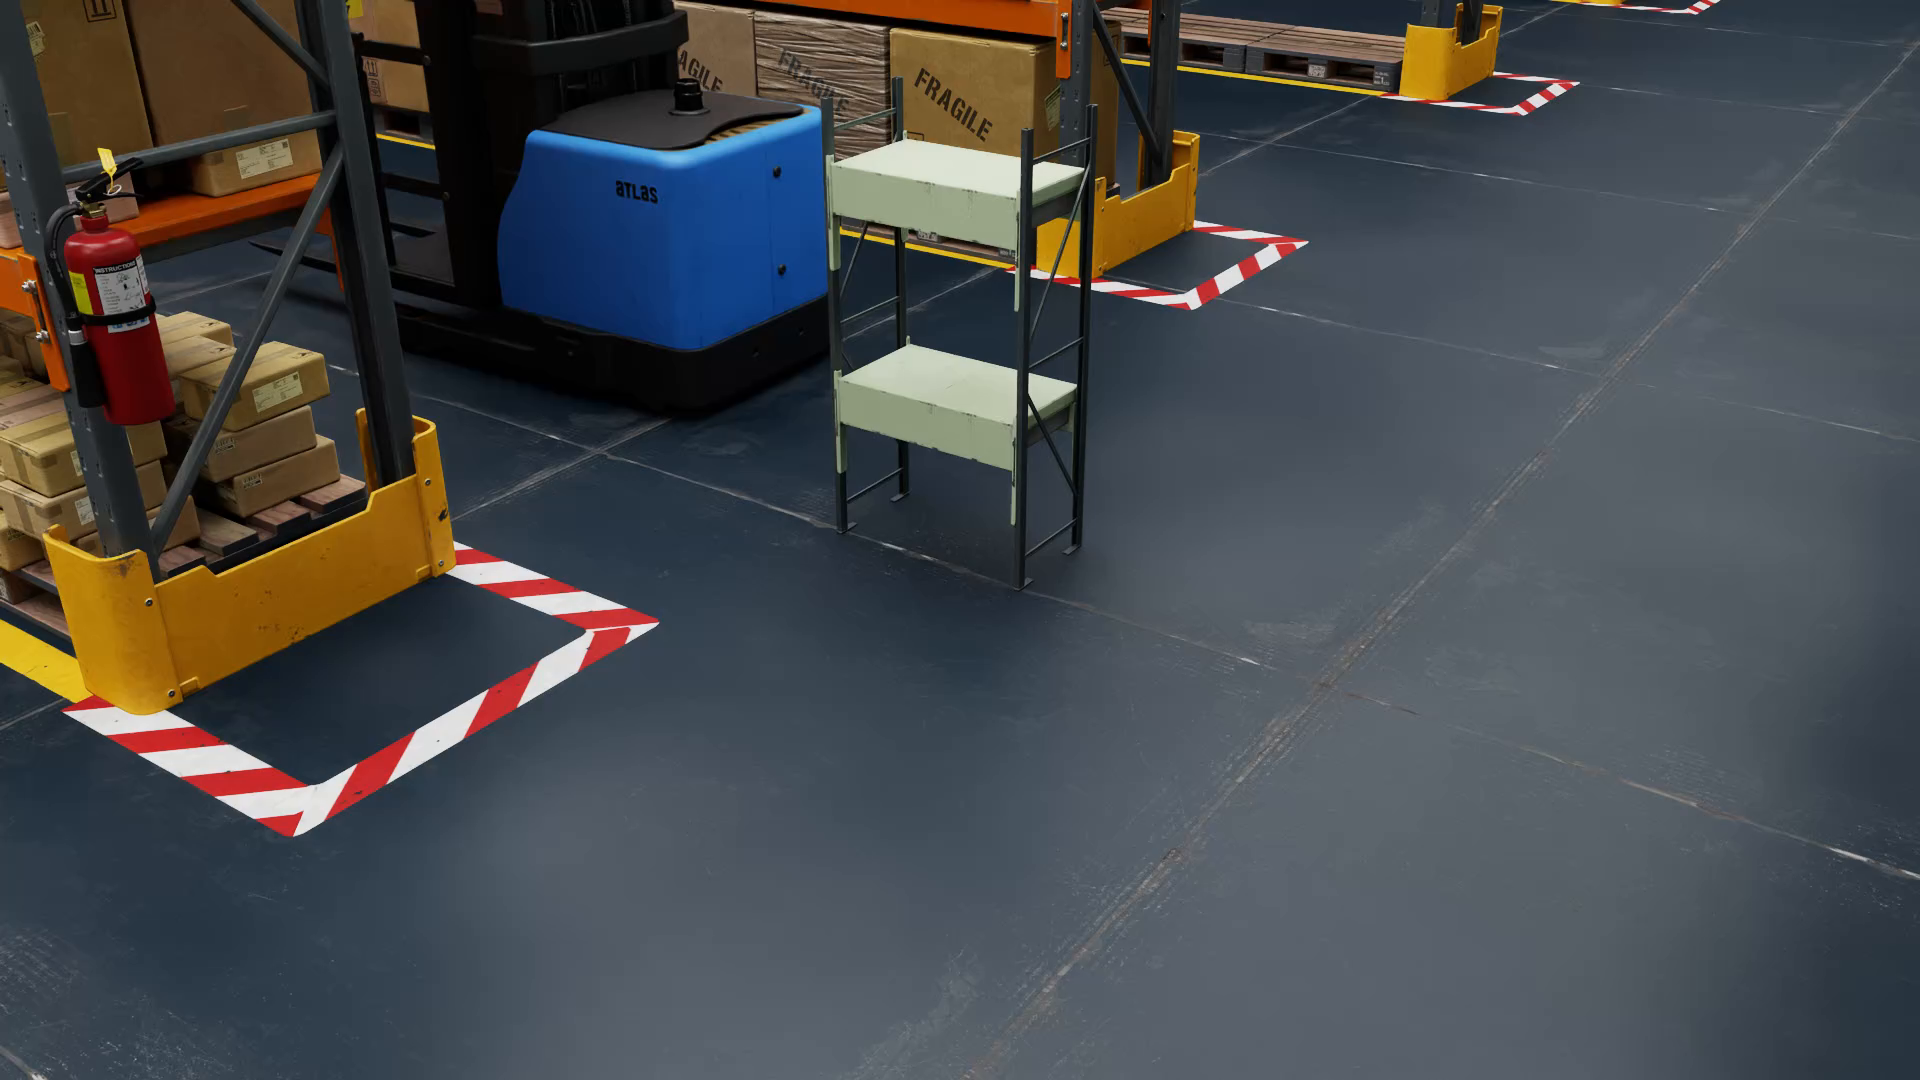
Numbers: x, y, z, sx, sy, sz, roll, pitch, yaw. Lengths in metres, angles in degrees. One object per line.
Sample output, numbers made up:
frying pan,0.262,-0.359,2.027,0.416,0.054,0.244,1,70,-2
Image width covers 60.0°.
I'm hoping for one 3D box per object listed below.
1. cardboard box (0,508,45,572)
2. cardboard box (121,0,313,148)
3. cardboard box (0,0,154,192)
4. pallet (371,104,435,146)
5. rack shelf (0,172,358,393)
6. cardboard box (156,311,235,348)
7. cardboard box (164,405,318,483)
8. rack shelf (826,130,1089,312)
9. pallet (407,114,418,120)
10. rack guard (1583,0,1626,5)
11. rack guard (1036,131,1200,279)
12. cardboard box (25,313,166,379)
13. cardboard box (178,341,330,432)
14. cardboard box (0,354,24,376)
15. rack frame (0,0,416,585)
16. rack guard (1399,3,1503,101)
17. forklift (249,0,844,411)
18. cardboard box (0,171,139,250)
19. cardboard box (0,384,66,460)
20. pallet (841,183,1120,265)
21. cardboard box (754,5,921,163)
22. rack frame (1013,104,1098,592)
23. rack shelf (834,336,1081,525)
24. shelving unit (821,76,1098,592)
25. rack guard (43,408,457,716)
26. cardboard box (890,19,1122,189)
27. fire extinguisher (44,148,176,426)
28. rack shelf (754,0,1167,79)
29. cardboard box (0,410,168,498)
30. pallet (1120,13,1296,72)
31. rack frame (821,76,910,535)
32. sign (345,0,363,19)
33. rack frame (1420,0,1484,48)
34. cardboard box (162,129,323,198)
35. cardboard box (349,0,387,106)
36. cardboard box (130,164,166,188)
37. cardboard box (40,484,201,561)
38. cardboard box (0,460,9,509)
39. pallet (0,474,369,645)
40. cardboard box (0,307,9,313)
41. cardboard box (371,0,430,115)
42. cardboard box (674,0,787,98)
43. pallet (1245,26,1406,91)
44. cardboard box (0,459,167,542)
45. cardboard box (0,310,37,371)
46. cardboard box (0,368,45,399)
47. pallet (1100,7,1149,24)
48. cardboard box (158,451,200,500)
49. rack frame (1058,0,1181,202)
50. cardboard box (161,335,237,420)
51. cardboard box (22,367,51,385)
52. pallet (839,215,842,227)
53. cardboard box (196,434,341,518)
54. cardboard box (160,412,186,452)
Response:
cardboard box,-2.897,-0.067,5.255,0.250,0.149,0.380,18,32,32
cardboard box,-2.290,-1.461,4.876,0.500,0.500,0.500,19,33,33
cardboard box,-2.592,-1.262,4.484,0.500,0.500,0.500,18,32,31
pallet,-3.160,-2.848,11.114,1.213,0.211,1.003,17,32,30
rack shelf,-3.725,-1.258,5.709,4.000,0.370,1.077,17,32,30
cardboard box,-2.746,-0.647,5.739,0.250,0.149,0.380,17,32,30
cardboard box,-2.363,-0.345,5.473,0.250,0.149,0.380,19,32,32
rack shelf,-0.006,-1.018,5.236,0.720,0.370,0.431,17,32,30
pallet,-4.170,-3.161,11.729,1.213,0.211,1.003,17,32,30
rack guard,6.365,-5.502,16.010,0.348,0.500,1.175,17,32,30
rack guard,0.835,-1.774,8.684,0.348,0.500,1.175,17,32,30
cardboard box,-2.997,-0.680,5.803,0.250,0.149,0.380,16,31,28
cardboard box,-2.316,-0.509,5.467,0.250,0.149,0.380,16,31,28
cardboard box,-3.294,-0.484,5.417,0.250,0.149,0.380,16,31,28
rack frame,-2.076,-1.065,4.536,0.127,3.000,1.000,17,32,30
rack guard,3.647,-3.630,12.332,0.348,0.500,1.175,17,32,30
forklift,-2.028,-2.322,7.081,3.031,2.935,1.130,16,31,29
cardboard box,-2.505,-0.931,4.550,0.250,0.149,0.380,17,32,30
cardboard box,-2.831,-0.374,5.203,0.250,0.149,0.380,18,32,31
pallet,0.112,-1.827,9.107,1.213,0.211,1.003,17,32,30
cardboard box,-0.508,-2.502,9.239,0.875,0.875,0.875,17,32,30
rack frame,0.296,-0.576,5.229,0.023,1.500,0.400,17,32,30
rack shelf,-0.006,-0.380,5.561,0.720,0.370,0.431,17,32,30
shelving unit,-0.006,-0.670,5.413,0.755,1.500,0.431,17,32,30
rack guard,-2.139,0.029,5.142,0.348,0.500,1.175,17,32,30
cardboard box,0.243,-2.268,8.780,0.875,0.875,0.875,17,32,30
fire extinguisher,-2.130,-0.628,4.172,0.183,0.674,0.296,17,32,30
rack shelf,-0.833,-3.087,9.301,4.000,0.370,1.077,17,32,30
cardboard box,-2.656,-0.288,5.034,0.250,0.149,0.380,18,32,31
pallet,1.960,-4.043,13.461,1.213,0.211,1.003,17,32,30
rack frame,-0.307,-0.764,5.598,0.023,1.500,0.400,17,32,30
sign,-1.769,-1.654,4.739,0.005,0.325,0.100,17,32,30
rack frame,3.620,-4.745,11.768,0.127,3.000,1.000,17,32,30
cardboard box,-2.158,-1.159,4.998,0.250,0.149,0.380,17,32,30
cardboard box,-3.758,-3.547,11.293,0.875,0.875,1.225,16,31,29
cardboard box,-2.391,-1.209,5.096,0.250,0.149,0.380,19,32,32
cardboard box,-2.628,-0.039,5.200,0.250,0.149,0.380,18,32,31
cardboard box,-2.858,-0.231,5.248,0.250,0.149,0.380,16,31,29
pallet,-2.788,-0.064,5.643,1.213,0.211,1.003,17,32,30
cardboard box,-3.412,-0.839,6.116,0.250,0.149,0.380,18,32,31
cardboard box,-3.021,-3.318,10.842,0.875,0.875,1.225,17,32,30
cardboard box,-1.241,-2.731,9.688,0.875,0.875,0.875,17,32,30
pallet,2.962,-3.729,12.845,1.213,0.211,1.003,17,32,30
cardboard box,-2.673,-0.143,5.077,0.250,0.149,0.380,16,31,29
cardboard box,-3.221,-0.755,5.950,0.250,0.149,0.380,19,32,32
cardboard box,-3.116,-0.393,5.240,0.250,0.149,0.380,17,31,29
pallet,0.951,-4.356,14.076,1.213,0.211,1.003,17,32,30
cardboard box,-2.589,-0.273,5.659,0.250,0.149,0.380,17,32,30
rack frame,0.815,-2.894,8.129,0.127,3.000,1.000,17,32,30
cardboard box,-2.611,-0.535,5.517,0.250,0.149,0.380,18,32,31
cardboard box,-3.231,-0.605,5.985,0.250,0.149,0.380,16,31,28
pallet,-0.889,-2.141,9.724,1.213,0.211,1.003,17,32,30
cardboard box,-2.327,-0.236,5.587,0.250,0.149,0.380,18,32,31
cardboard box,-2.556,-0.437,5.653,0.250,0.149,0.380,17,32,30
